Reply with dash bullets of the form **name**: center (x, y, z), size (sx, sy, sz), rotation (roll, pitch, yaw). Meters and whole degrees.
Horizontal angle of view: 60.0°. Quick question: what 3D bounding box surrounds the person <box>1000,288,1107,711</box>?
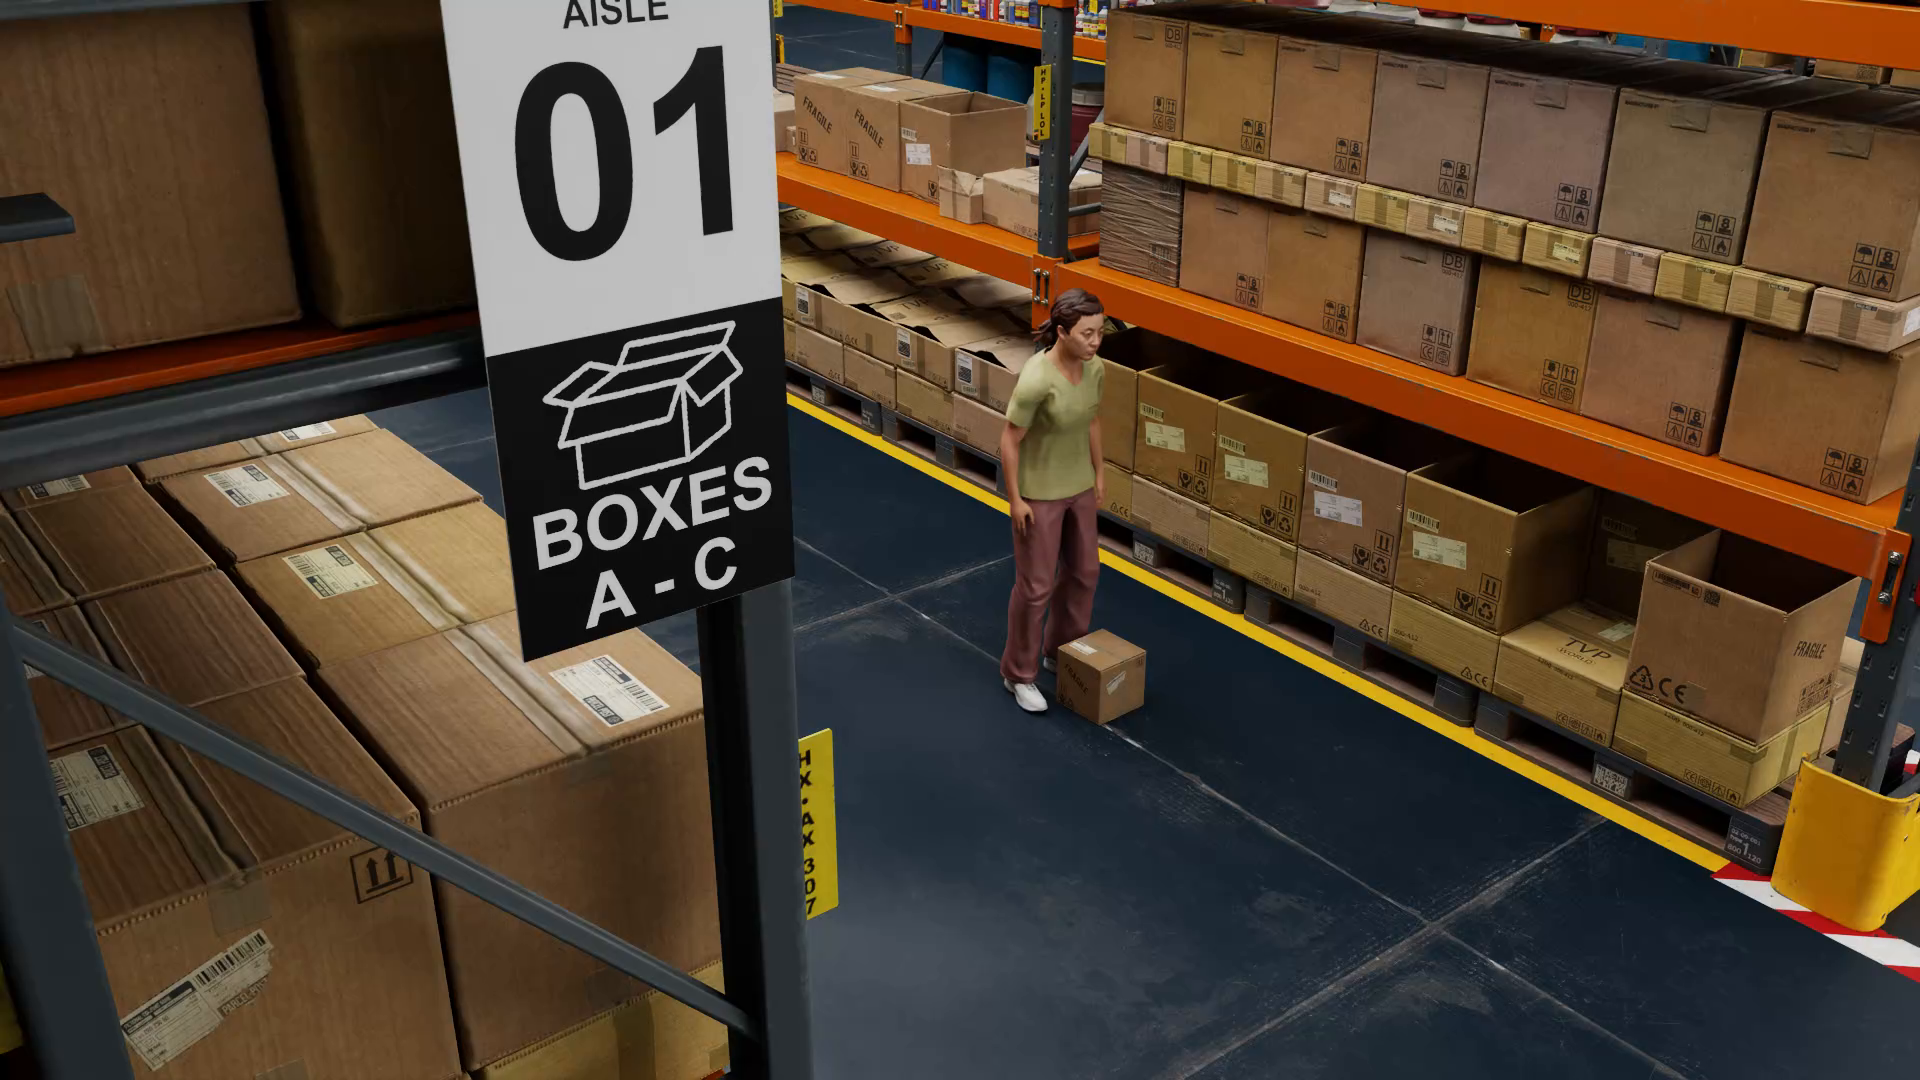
- **person**: center (0.387, -0.176, 6.487), size (0.505, 1.672, 0.355), rotation (-19, 31, -35)
